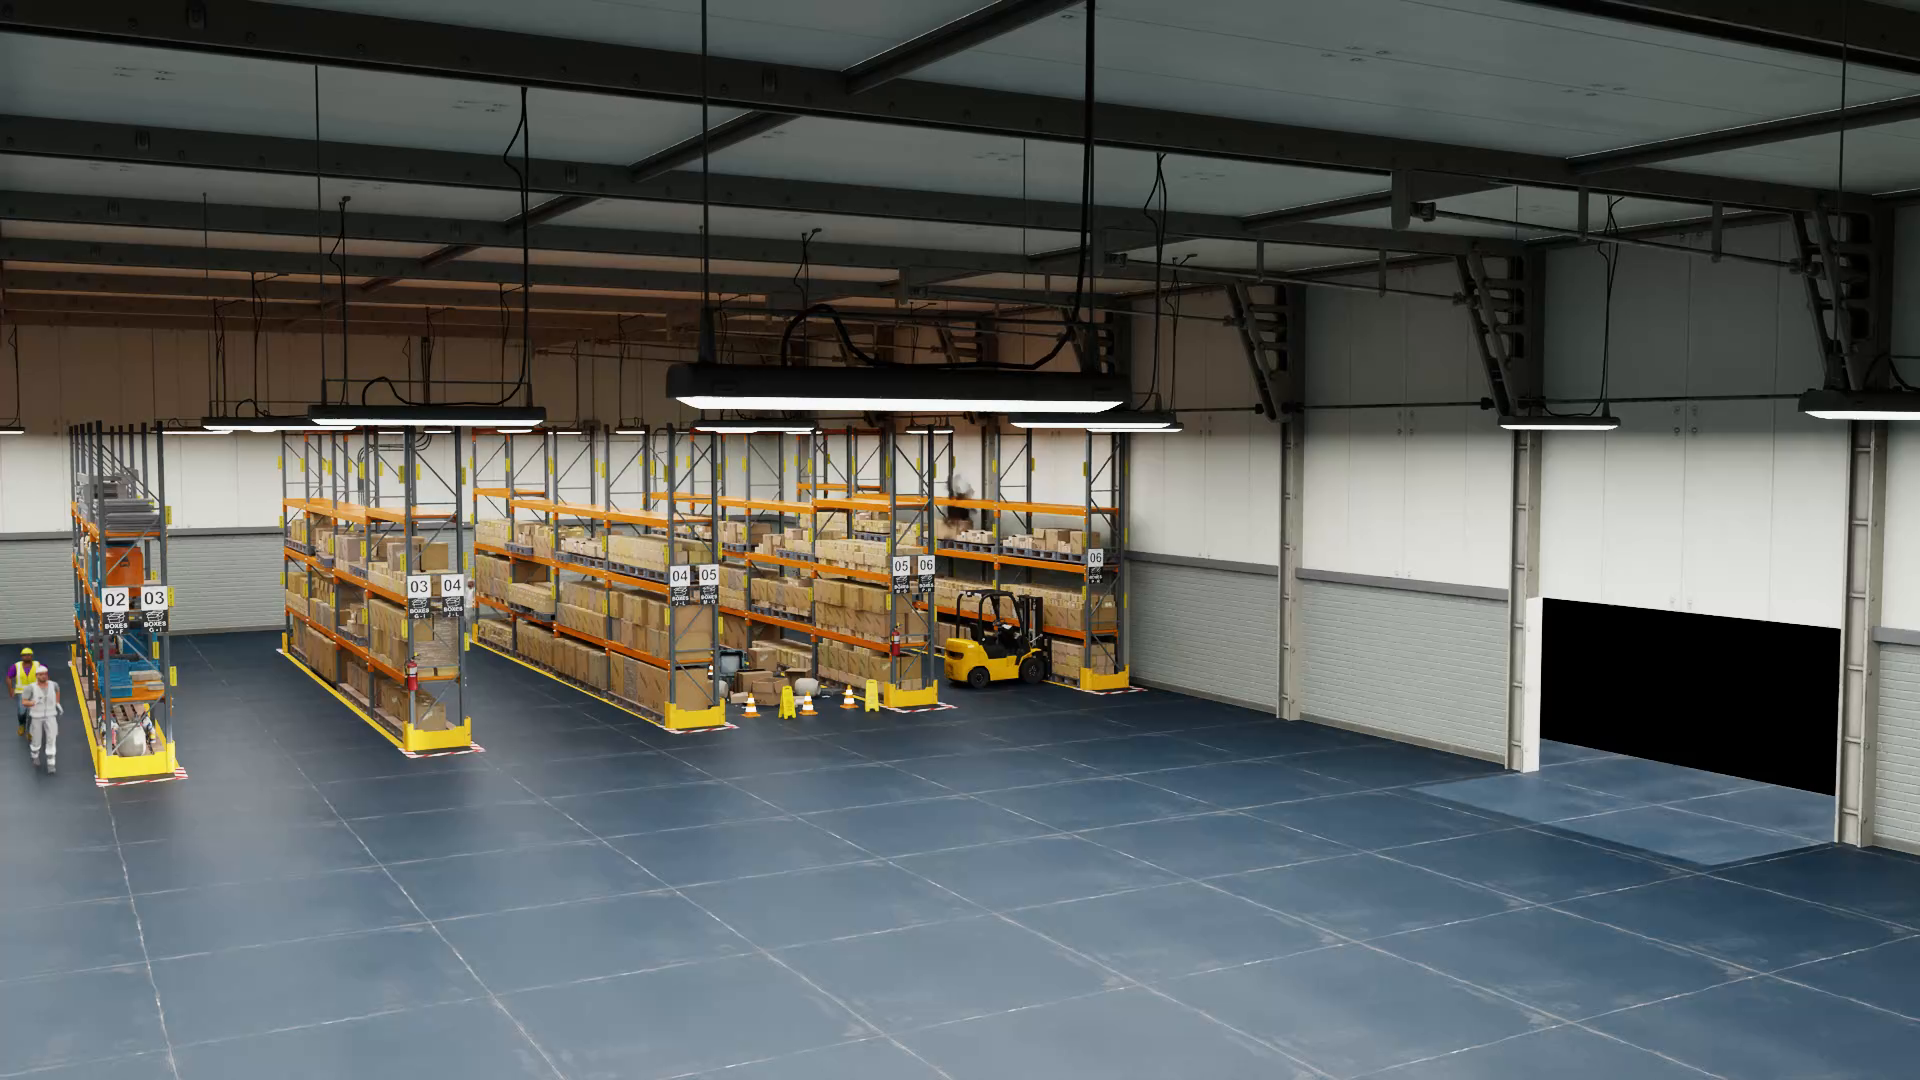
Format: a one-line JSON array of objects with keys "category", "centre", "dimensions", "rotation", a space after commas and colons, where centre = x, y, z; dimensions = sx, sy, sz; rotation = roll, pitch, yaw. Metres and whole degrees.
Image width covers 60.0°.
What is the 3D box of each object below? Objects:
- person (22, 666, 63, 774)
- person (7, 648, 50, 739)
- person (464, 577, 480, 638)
[{"category": "person", "centre": [-15.671, 3.040, 28.405], "dimensions": [0.659, 1.800, 0.964], "rotation": [-3, 5, -40]}, {"category": "person", "centre": [-17.669, 2.908, 31.556], "dimensions": [0.712, 1.729, 0.575], "rotation": [-2, 4, -31]}, {"category": "person", "centre": [-13.901, 1.940, 47.464], "dimensions": [0.714, 1.773, 0.715], "rotation": [3, 5, 40]}]
